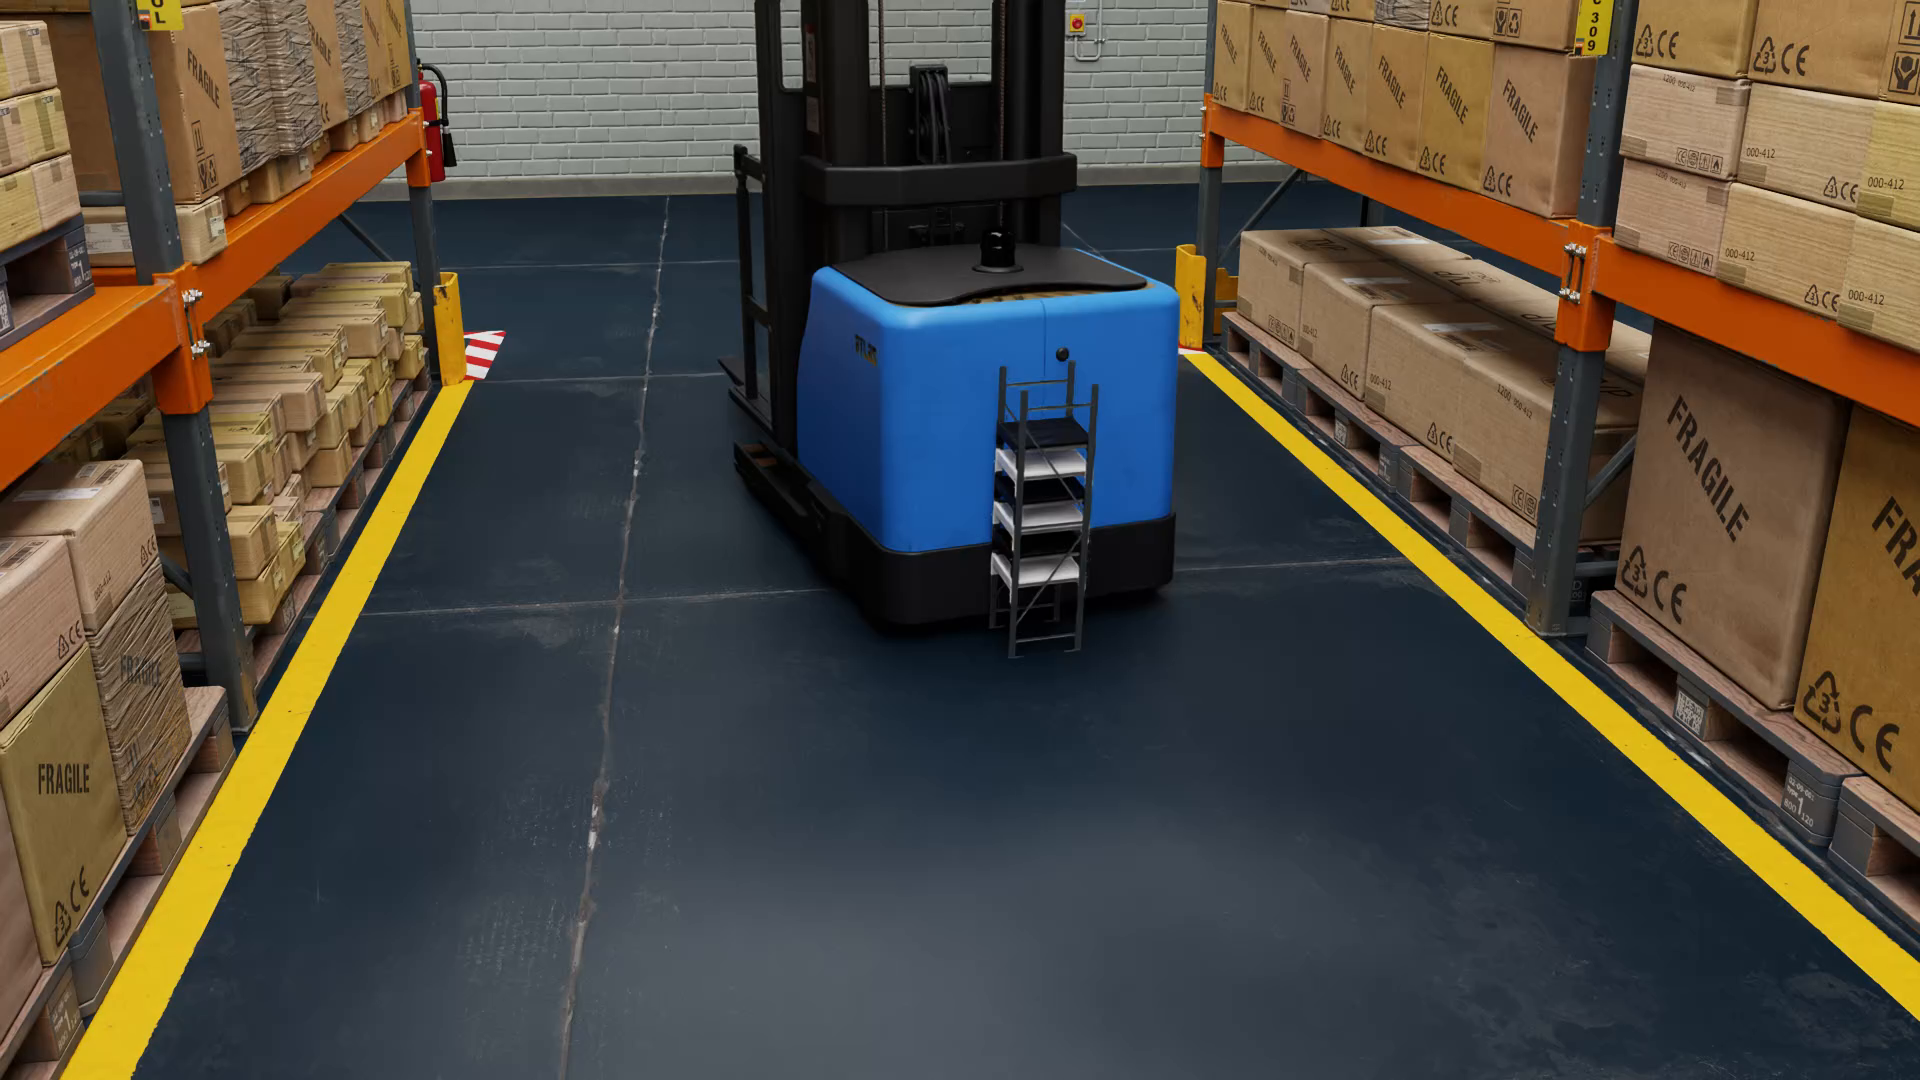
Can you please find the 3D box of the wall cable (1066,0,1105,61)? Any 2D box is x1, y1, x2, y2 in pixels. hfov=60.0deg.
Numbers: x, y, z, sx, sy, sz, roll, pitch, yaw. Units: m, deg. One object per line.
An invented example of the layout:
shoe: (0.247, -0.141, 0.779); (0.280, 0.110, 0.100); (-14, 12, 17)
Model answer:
wall cable: (0.944, -4.957, 13.705); (0.585, 1.953, 0.123); (-3, 21, -8)

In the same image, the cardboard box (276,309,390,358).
cardboard box: (-2.566, -0.844, 6.814); (0.380, 0.149, 0.250); (-2, 21, -6)

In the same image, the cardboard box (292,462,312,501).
cardboard box: (-2.547, -0.202, 5.944); (0.380, 0.149, 0.250); (-4, 21, -10)

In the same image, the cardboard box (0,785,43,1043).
cardboard box: (-2.028, 0.727, 2.955); (0.500, 0.500, 0.500); (-3, 21, -9)

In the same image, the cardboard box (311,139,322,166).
cardboard box: (-2.624, -1.473, 6.233); (0.380, 0.149, 0.250); (-3, 21, -7)

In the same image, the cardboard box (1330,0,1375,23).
cardboard box: (1.804, -2.321, 6.572); (0.500, 0.500, 0.500); (-3, 21, -8)

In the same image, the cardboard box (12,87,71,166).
cardboard box: (-2.274, -0.937, 3.771); (0.380, 0.149, 0.250); (-2, 21, -6)

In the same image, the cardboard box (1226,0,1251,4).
cardboard box: (1.568, -2.850, 7.989); (0.500, 0.500, 0.500); (-3, 21, -9)

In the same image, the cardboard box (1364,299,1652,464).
cardboard box: (2.243, -0.660, 6.758); (0.875, 0.438, 0.875); (-4, 21, -9)

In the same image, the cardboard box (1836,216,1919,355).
cardboard box: (2.293, -0.538, 3.583); (0.500, 0.250, 0.500); (-3, 21, -8)

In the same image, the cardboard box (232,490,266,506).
cardboard box: (-2.388, -0.071, 5.170); (0.380, 0.149, 0.250); (-3, 21, -7)

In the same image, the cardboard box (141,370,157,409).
cardboard box: (-3.097, -0.544, 6.010); (0.380, 0.149, 0.250); (-4, 21, -10)

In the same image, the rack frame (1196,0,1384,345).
rack frame: (1.780, -2.516, 8.665); (1.000, 3.000, 0.127); (-3, 21, -8)

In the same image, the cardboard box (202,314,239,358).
cardboard box: (-3.148, -0.811, 6.725); (0.380, 0.149, 0.250); (-2, 21, -6)

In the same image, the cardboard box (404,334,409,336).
cardboard box: (-2.821, -0.921, 7.868); (0.380, 0.149, 0.250); (-3, 21, -7)

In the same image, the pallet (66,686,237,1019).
pallet: (-2.413, 0.730, 3.961); (1.003, 0.211, 1.213); (-3, 21, -8)

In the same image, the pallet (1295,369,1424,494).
pallet: (2.145, -0.515, 7.294); (1.003, 0.211, 1.213); (-3, 21, -8)

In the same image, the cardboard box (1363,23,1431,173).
cardboard box: (1.870, -1.677, 6.275); (0.500, 0.500, 0.500); (-3, 21, -9)

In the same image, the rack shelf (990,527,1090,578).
rack shelf: (0.247, 0.026, 5.187); (0.258, 0.077, 0.200); (-6, 27, -15)

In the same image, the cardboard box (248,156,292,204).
cardboard box: (-2.450, -1.203, 5.510); (0.380, 0.149, 0.250); (-3, 21, -7)

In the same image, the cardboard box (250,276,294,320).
cardboard box: (-3.205, -1.083, 7.453); (0.380, 0.149, 0.250); (-3, 21, -7)

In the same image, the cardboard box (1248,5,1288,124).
cardboard box: (1.666, -2.208, 7.698); (0.500, 0.500, 0.500); (-3, 21, -9)

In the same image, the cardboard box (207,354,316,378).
cardboard box: (-2.575, -0.571, 6.081); (0.380, 0.149, 0.250); (-4, 21, -10)

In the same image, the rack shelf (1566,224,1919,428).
rack shelf: (2.645, -0.101, 3.229); (1.077, 0.370, 4.000); (-3, 21, -8)

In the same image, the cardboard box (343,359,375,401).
cardboard box: (-2.562, -0.615, 6.625); (0.380, 0.149, 0.250); (-2, 21, -5)

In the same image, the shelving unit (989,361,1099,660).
shelving unit: (0.251, -0.085, 5.133); (0.258, 0.900, 0.210); (-6, 27, -15)

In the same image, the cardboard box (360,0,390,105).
cardboard box: (-2.715, -2.096, 6.973); (0.500, 0.500, 0.500); (-3, 21, -9)

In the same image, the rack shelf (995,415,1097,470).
rack shelf: (0.258, -0.298, 5.029); (0.258, 0.077, 0.200); (-6, 27, -15)

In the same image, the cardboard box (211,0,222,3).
cardboard box: (-2.441, -1.848, 4.880); (0.500, 0.500, 0.500); (-4, 21, -9)

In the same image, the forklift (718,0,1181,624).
forklift: (-0.284, -1.586, 6.273); (1.130, 2.935, 3.031); (-8, 22, -20)

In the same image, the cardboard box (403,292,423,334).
cardboard box: (-2.745, -1.063, 7.825); (0.380, 0.149, 0.250); (-3, 21, -9)

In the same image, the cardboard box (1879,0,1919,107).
cardboard box: (2.306, -1.131, 3.384); (0.500, 0.500, 0.500); (-3, 21, -9)

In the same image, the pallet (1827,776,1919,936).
pallet: (2.722, 0.862, 3.606); (1.003, 0.211, 1.213); (-3, 21, -8)

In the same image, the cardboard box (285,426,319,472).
cardboard box: (-2.511, -0.344, 5.899); (0.380, 0.149, 0.250); (-2, 21, -5)

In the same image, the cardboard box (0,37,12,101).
cardboard box: (-2.236, -0.982, 3.466); (0.380, 0.149, 0.250); (-4, 21, -9)

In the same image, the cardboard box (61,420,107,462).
cardboard box: (-2.955, -0.268, 5.272); (0.380, 0.149, 0.250); (-3, 21, -8)

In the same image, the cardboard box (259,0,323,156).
cardboard box: (-2.464, -1.564, 5.548); (0.500, 0.500, 0.500); (-3, 21, -9)

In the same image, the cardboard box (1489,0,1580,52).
cardboard box: (2.016, -1.796, 5.164); (0.500, 0.500, 0.500); (-3, 21, -8)

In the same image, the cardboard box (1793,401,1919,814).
cardboard box: (2.663, 0.191, 3.855); (0.875, 0.875, 0.875); (-2, 21, -6)

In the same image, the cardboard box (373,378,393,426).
cardboard box: (-2.584, -0.571, 6.932); (0.380, 0.149, 0.250); (-4, 21, -10)

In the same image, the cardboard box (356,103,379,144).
cardboard box: (-2.667, -1.754, 6.983); (0.380, 0.149, 0.250); (-2, 21, -6)

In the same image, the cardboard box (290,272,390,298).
cardboard box: (-2.797, -1.111, 7.527); (0.380, 0.149, 0.250); (-3, 21, -7)

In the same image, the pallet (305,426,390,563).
pallet: (-2.838, -0.194, 6.434); (1.003, 0.211, 1.213); (-3, 21, -8)

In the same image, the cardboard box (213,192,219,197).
cardboard box: (-2.355, -0.929, 4.775); (0.380, 0.149, 0.250); (-2, 21, -6)

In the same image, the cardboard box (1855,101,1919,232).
cardboard box: (2.291, -0.773, 3.499); (0.500, 0.250, 0.500); (-3, 21, -7)

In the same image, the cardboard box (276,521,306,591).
cardboard box: (-2.300, 0.058, 5.248); (0.380, 0.149, 0.250); (-2, 21, -6)

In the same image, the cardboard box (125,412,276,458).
cardboard box: (-2.438, -0.299, 5.354); (0.380, 0.149, 0.250); (-3, 21, -9)

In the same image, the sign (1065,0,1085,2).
sign: (0.888, -4.612, 13.892); (0.327, 0.218, 0.001); (-3, 21, -8)

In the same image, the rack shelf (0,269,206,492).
rack shelf: (-2.239, 0.183, 2.466); (1.077, 0.370, 4.000); (-3, 21, -8)

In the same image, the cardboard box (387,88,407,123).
cardboard box: (-2.777, -2.015, 7.683); (0.380, 0.149, 0.250); (-3, 21, -8)
